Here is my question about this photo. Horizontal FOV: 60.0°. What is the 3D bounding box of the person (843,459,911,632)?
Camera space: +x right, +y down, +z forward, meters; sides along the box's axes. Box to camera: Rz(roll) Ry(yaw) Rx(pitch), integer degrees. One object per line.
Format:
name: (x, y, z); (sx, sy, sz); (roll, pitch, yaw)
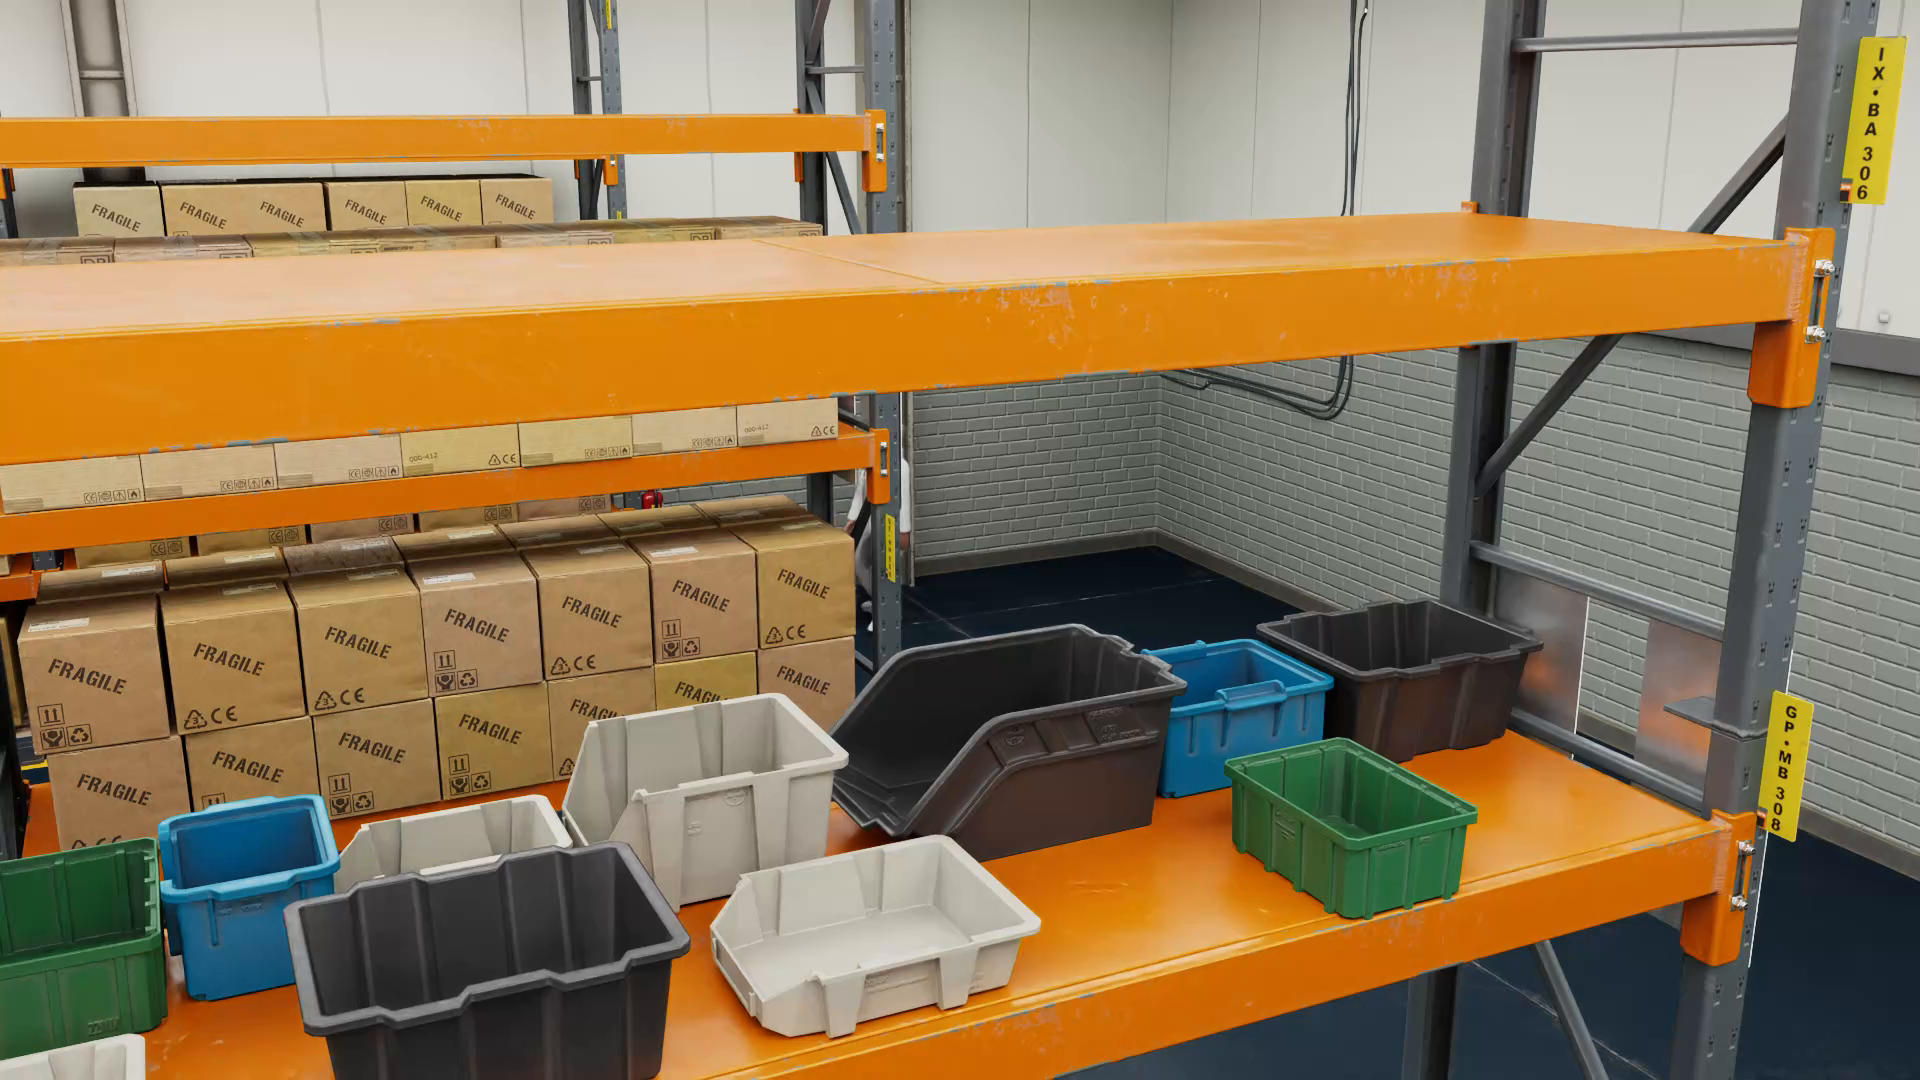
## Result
person: (-0.683, -0.122, 13.932); (0.501, 1.771, 0.752); (-13, 20, -40)
